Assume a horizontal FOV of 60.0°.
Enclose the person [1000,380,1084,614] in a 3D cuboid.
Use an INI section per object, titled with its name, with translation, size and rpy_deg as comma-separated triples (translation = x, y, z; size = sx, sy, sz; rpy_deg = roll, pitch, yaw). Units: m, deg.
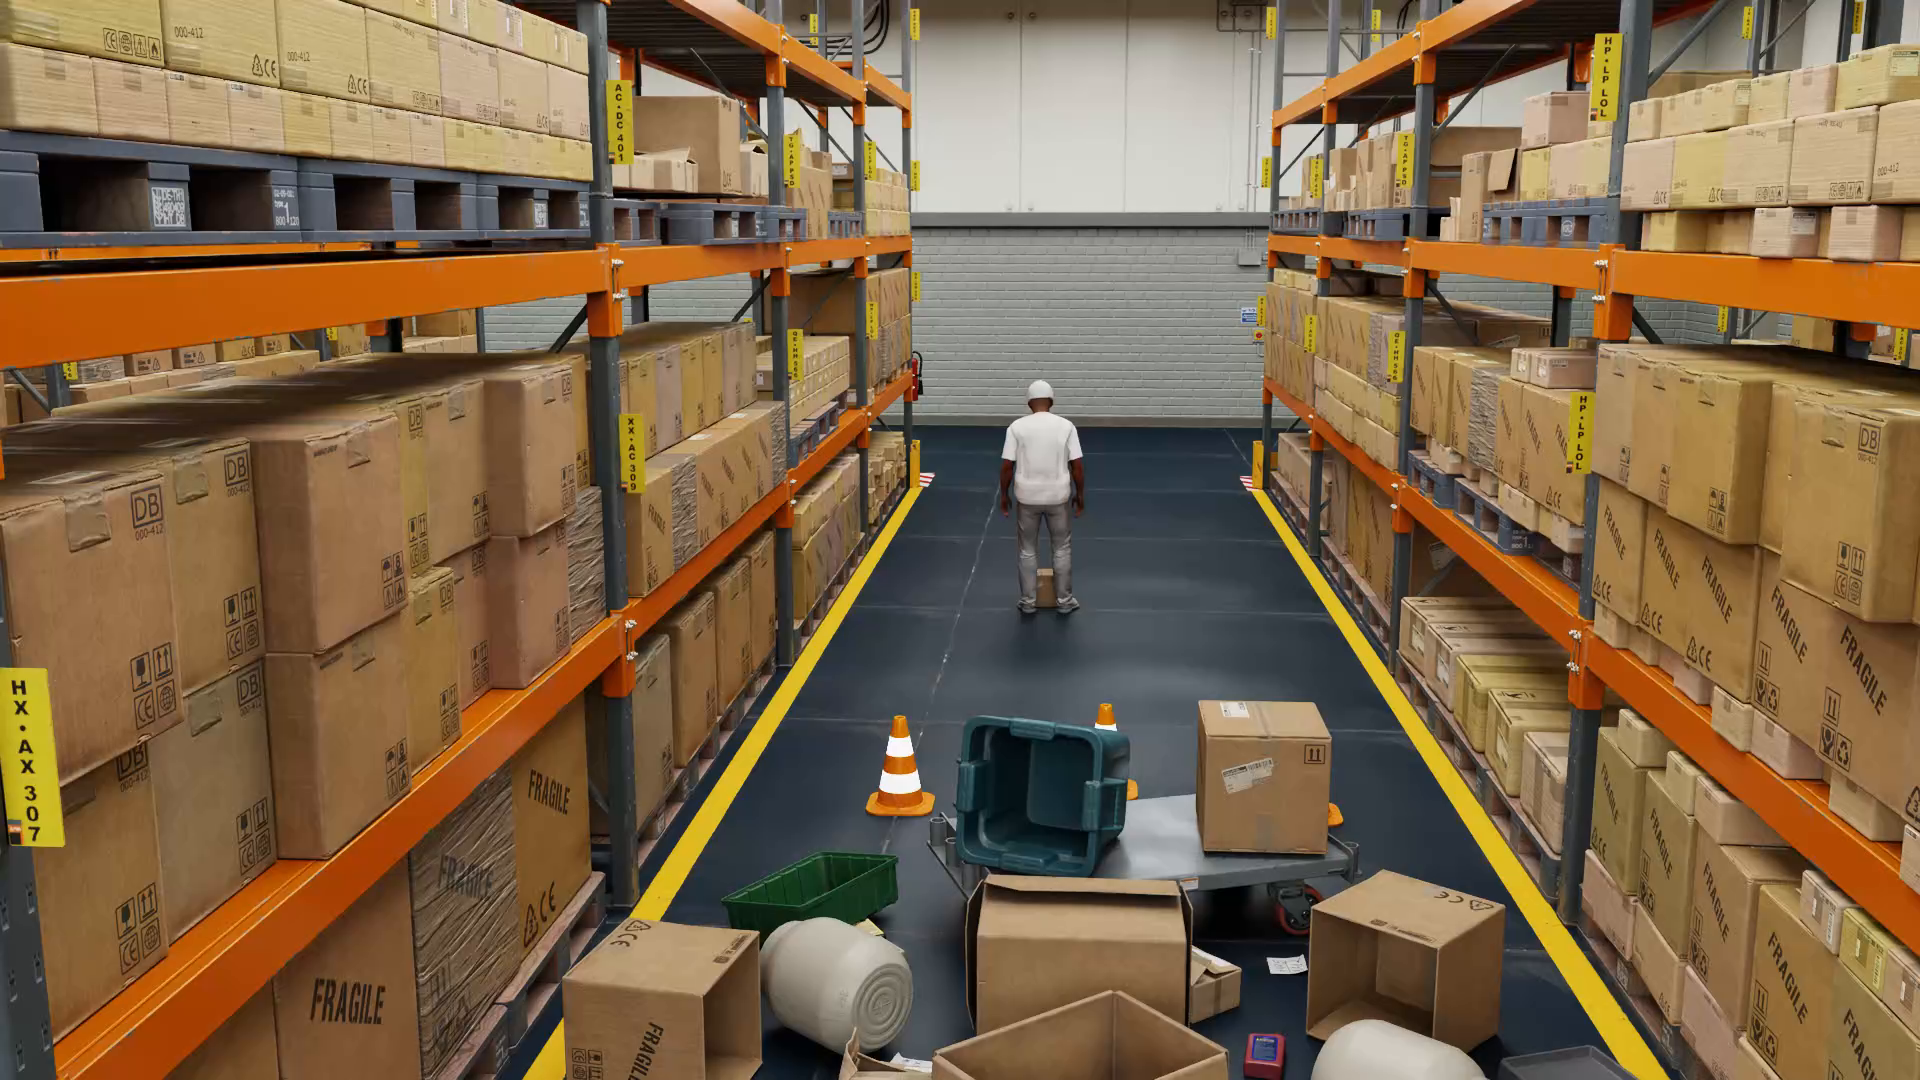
[person]
translation = 0.625, -0.327, 12.614
size = 0.638, 1.761, 0.456
rpy_deg = 0, 11, 2
